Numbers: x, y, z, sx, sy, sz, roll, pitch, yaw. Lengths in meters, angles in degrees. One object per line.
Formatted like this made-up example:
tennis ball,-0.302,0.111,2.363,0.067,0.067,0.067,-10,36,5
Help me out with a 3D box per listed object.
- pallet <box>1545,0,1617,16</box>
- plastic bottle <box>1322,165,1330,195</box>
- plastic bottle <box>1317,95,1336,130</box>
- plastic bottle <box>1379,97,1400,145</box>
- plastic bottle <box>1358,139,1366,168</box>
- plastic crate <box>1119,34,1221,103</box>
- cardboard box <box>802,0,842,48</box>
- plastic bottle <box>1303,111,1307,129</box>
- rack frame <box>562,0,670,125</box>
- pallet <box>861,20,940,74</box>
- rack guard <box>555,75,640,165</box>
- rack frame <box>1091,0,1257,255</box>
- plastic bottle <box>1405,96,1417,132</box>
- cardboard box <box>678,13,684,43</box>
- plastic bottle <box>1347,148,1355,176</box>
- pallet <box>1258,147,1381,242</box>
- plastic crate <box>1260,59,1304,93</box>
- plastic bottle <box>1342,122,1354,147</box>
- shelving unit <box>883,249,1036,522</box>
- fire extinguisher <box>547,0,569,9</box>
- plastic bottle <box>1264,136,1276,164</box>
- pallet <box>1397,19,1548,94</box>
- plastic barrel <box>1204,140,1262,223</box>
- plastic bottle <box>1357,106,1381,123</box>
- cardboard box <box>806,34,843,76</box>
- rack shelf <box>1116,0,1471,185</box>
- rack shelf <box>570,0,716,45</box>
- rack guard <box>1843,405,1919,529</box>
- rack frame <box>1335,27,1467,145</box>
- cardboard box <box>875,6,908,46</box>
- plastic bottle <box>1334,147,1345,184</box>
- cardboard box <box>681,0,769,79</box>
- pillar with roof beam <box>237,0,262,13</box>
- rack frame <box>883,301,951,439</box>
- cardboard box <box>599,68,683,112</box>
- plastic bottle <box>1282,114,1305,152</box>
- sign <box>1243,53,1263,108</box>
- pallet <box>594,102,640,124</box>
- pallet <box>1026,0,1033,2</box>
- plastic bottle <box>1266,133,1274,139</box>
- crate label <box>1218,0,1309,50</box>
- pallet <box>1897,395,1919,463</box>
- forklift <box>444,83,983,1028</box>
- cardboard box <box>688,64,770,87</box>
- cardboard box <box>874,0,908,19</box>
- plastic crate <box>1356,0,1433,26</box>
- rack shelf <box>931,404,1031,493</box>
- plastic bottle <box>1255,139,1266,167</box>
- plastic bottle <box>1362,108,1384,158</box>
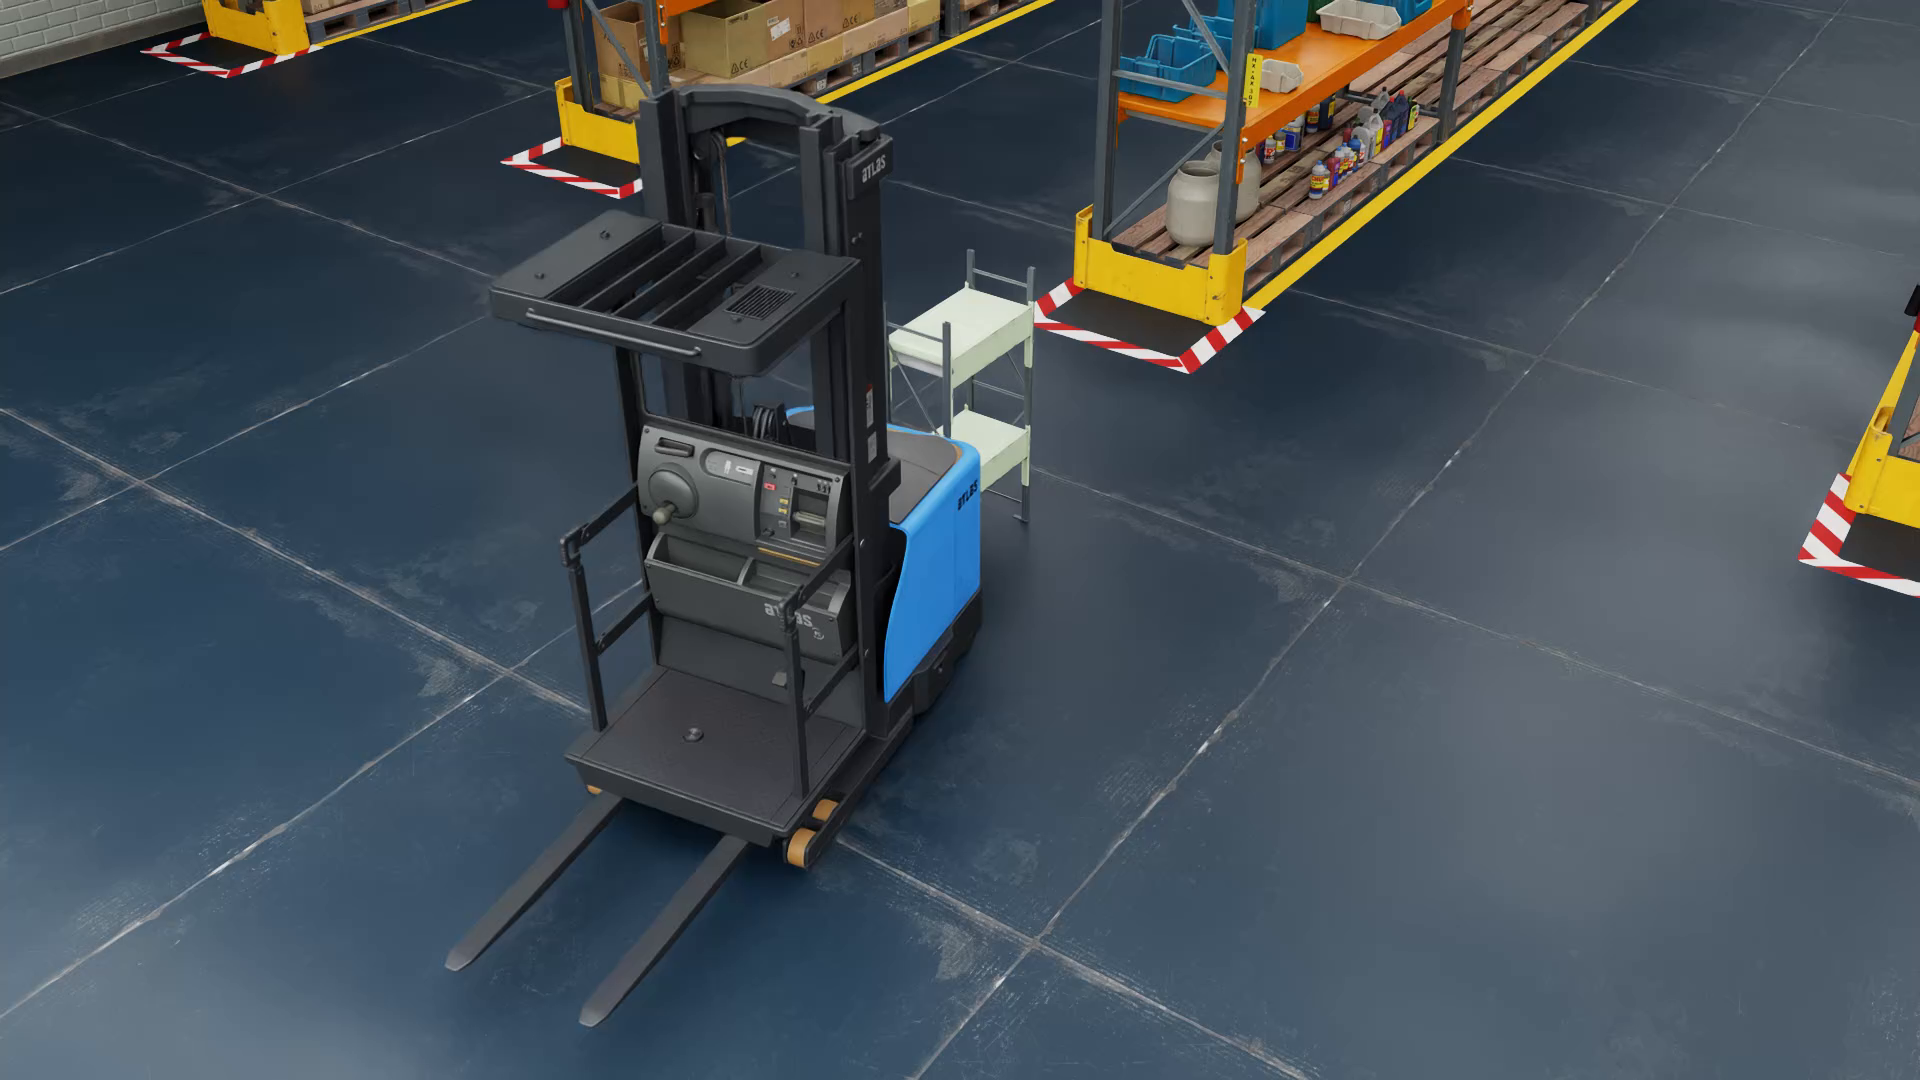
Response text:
pallet,6.312,-5.766,17.264,1.003,0.211,1.213,21,39,28
plastic bottle,2.685,-2.669,12.300,0.097,0.201,0.097,0,34,0
plastic bottle,2.934,-3.504,13.402,0.144,0.351,0.185,21,39,28
plastic bottle,3.377,-3.313,13.118,0.144,0.351,0.185,19,39,26
plastic bottle,3.052,-2.966,12.738,0.097,0.201,0.097,0,34,0
plastic crate,1.375,-3.128,11.006,0.499,0.251,0.616,21,39,28
cardboard box,-1.385,-4.658,14.547,0.500,0.500,0.500,21,39,28
plastic bottle,2.708,-3.464,13.342,0.144,0.351,0.185,20,39,26
rack frame,-2.731,-4.448,12.825,1.000,3.000,0.127,21,39,28
pallet,-0.939,-4.781,15.806,1.003,0.211,1.213,21,39,28
rack guard,-2.745,-3.401,13.509,1.175,0.500,0.348,21,39,28
rack frame,1.336,-2.864,10.483,1.000,3.000,0.127,21,39,28
plastic bottle,3.613,-3.435,13.359,0.061,0.283,0.133,23,41,30
cardboard box,-2.112,-4.600,14.460,0.500,0.500,0.500,21,39,28
plastic bottle,2.934,-2.871,12.599,0.097,0.201,0.097,0,34,0
pallet,2.504,-2.690,12.715,1.003,0.211,1.213,21,39,28
plastic crate,2.110,-3.064,11.013,0.298,0.136,0.250,21,39,28
plastic bottle,3.009,-3.096,12.859,0.061,0.283,0.133,21,39,28
shelving unit,-0.004,-0.618,8.501,0.431,1.500,0.755,21,39,28
fire extinguisher,-3.180,-4.509,12.985,0.296,0.674,0.183,21,39,28
plastic bottle,2.381,-3.012,12.807,0.097,0.201,0.097,0,34,0
pallet,4.727,-4.487,15.372,1.003,0.211,1.213,21,39,28
plastic barrel,1.934,-2.565,11.887,0.421,0.512,0.421,0,34,0
plastic bottle,3.241,-3.317,13.192,0.152,0.276,0.135,21,39,28
cardboard box,-1.386,-4.348,14.757,0.500,0.250,0.500,21,39,28
rack shelf,2.476,-3.486,12.045,1.077,0.370,4.000,21,39,28
rack shelf,-1.591,-5.070,14.387,1.077,0.370,4.000,21,39,28
rack guard,5.448,-0.281,8.895,1.175,0.500,0.348,21,39,28
rack frame,3.616,-4.704,13.205,1.000,3.000,0.127,21,39,28
cardboard box,-0.829,-4.813,15.445,0.500,0.250,0.500,21,39,28
plastic bottle,2.821,-2.808,12.443,0.097,0.271,0.097,0,34,0
cardboard box,-1.959,-4.200,13.868,0.500,0.500,0.500,21,39,28
pillar with roof beam,-3.578,-7.737,12.333,9.100,9.000,0.400,21,39,28
rack frame,-0.212,-0.450,8.252,0.400,1.500,0.023,21,39,28
cardboard box,-2.668,-3.824,13.982,0.500,0.250,0.500,21,39,28
plastic bottle,2.601,-3.201,13.020,0.152,0.276,0.135,21,39,28
sign,1.785,-2.801,10.142,0.100,0.325,0.005,21,39,28
pallet,-2.330,-3.658,14.146,1.003,0.211,1.213,21,39,28
pallet,0.632,-6.049,17.681,1.003,0.211,1.213,21,39,28
plastic bottle,2.359,-3.182,12.926,0.144,0.351,0.185,23,40,30
crate label,2.163,-3.812,11.853,0.502,0.435,0.616,21,39,28
pallet,5.940,-0.524,9.512,1.003,0.211,1.213,21,39,28
forklift,-0.974,-0.132,6.504,1.130,2.935,3.031,15,37,21
cardboard box,-1.961,-3.890,14.079,0.500,0.250,0.500,21,39,28
cardboard box,-0.830,-5.124,15.236,0.500,0.500,0.500,21,39,28
plastic crate,3.208,-4.047,12.365,0.499,0.251,0.616,21,39,28
rack shelf,-0.004,-0.348,8.684,0.431,0.370,0.720,21,39,28
plastic bottle,2.277,-2.979,12.686,0.061,0.283,0.133,21,39,28
plastic bottle,3.192,-3.164,12.899,0.144,0.351,0.185,21,39,28
